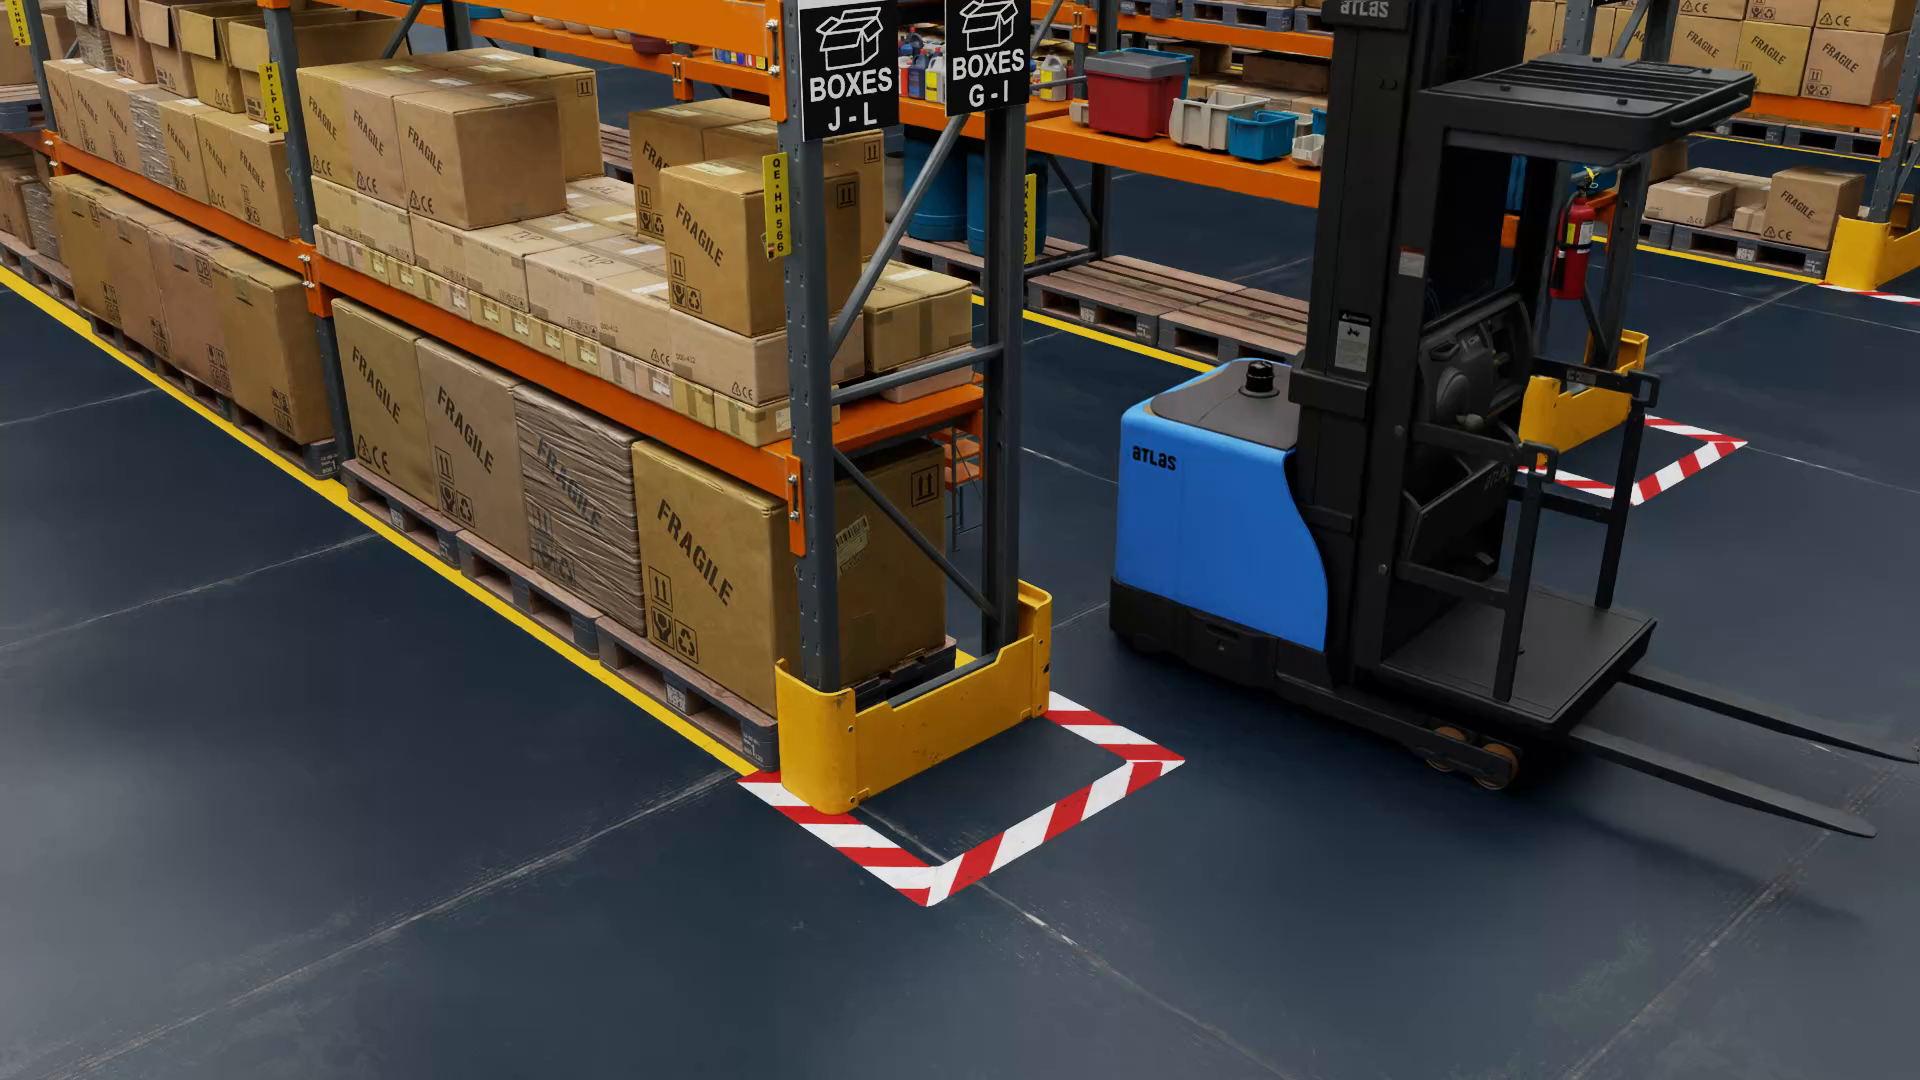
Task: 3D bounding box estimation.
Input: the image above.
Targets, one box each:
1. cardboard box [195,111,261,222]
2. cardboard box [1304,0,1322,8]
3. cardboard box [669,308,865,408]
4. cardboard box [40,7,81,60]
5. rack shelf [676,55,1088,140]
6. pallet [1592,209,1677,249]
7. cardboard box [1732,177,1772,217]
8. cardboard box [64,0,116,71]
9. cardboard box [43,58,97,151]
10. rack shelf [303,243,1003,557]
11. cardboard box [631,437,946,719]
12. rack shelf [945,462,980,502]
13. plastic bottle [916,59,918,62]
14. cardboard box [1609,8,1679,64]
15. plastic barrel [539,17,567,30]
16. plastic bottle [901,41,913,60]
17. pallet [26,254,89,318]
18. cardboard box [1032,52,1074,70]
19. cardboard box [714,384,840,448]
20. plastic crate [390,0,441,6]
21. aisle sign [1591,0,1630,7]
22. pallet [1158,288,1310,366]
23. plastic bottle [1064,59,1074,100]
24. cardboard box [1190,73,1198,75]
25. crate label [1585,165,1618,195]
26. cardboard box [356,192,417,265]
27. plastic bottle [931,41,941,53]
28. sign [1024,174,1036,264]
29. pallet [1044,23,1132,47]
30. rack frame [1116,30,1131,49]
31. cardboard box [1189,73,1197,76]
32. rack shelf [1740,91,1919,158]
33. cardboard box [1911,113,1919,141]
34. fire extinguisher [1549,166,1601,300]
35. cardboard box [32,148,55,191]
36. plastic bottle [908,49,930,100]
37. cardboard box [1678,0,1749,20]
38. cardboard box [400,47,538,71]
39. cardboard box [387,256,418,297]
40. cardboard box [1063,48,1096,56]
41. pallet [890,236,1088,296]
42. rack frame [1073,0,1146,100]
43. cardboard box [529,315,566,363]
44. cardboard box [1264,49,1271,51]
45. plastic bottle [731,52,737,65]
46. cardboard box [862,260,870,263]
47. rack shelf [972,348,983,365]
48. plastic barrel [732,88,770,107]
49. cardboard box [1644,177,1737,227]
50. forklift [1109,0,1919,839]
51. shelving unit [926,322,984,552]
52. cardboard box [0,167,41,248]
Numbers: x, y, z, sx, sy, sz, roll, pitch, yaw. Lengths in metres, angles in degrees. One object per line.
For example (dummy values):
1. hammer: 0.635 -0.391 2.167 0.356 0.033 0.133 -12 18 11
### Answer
1. cardboard box: -3.758 -2.050 9.010 0.500 0.500 0.500 -20 31 -37
2. cardboard box: 3.651 -5.232 15.477 0.700 0.500 0.500 -16 29 -31
3. cardboard box: -0.697 -0.715 6.026 0.500 0.250 0.500 -22 32 -39
4. cardboard box: -6.038 -3.389 11.439 0.500 0.500 0.500 19 31 36
5. rack shelf: -0.658 -3.472 13.114 1.077 0.370 4.000 -21 32 -38
6. pallet: 5.634 -2.751 14.026 1.003 0.211 1.213 -21 32 -38
7. cardboard box: 6.555 -2.732 13.407 0.500 0.250 0.500 -21 32 -38
8. cardboard box: -5.152 -3.276 10.489 0.797 0.503 0.637 -20 31 -37
9. cardboard box: -5.506 -2.822 10.700 0.500 0.500 0.500 -20 31 -37
10. rack shelf: -1.539 -0.855 7.378 1.077 0.370 4.000 -21 32 -38
11. cardboard box: -0.668 0.028 6.629 0.875 0.875 0.875 -21 32 -38
12. rack shelf: -0.010 -0.291 8.129 0.258 0.103 0.180 -21 32 -38
13. plastic bottle: -0.312 -3.467 12.392 0.097 0.271 0.097 0 25 0
14. cardboard box: 5.518 -3.951 13.177 0.500 0.500 0.500 -22 32 -39
15. plastic barrel: -3.763 -5.105 15.662 0.433 0.535 0.433 0 25 0
16. plastic bottle: -0.418 -3.795 13.110 0.097 0.271 0.097 0 25 0
17. pallet: -6.173 -1.969 12.312 1.003 0.211 1.213 -21 32 -38
18. cardboard box: 1.056 -5.094 17.933 0.500 0.311 0.500 -20 31 -37
19. cardboard box: -0.656 -0.477 5.984 0.380 0.149 0.250 -20 32 -38
20. plastic crate: -5.713 -5.808 17.547 0.499 0.251 0.616 -21 32 -38
21. aisle sign: 3.279 -3.060 8.211 0.394 0.787 0.004 -21 32 -38
22. pallet: 2.078 -1.344 10.941 1.003 0.211 1.213 -21 32 -38
23. plastic bottle: 0.770 -3.373 12.170 0.061 0.283 0.133 -21 32 -38
24. cardboard box: 2.404 -4.656 17.323 0.500 0.500 0.500 -20 31 -37
25. crate label: 3.515 -2.101 9.371 0.416 0.233 0.303 -21 32 -38
26. cardboard box: -2.440 -1.487 7.718 0.500 0.250 0.500 -21 32 -39
27. plastic bottle: -0.180 -3.777 13.071 0.097 0.271 0.097 0 25 0
28. sign: 0.237 -1.162 6.045 0.100 0.325 0.005 -21 32 -38
29. pallet: 1.988 -7.353 24.113 1.003 0.211 1.213 -21 32 -38
30. rack frame: 2.473 -8.428 23.110 1.000 3.000 0.127 -21 32 -38
31. cardboard box: 2.058 -4.497 16.974 0.500 0.500 0.500 22 33 40
32. rack shelf: 5.695 -3.665 13.535 1.077 0.370 4.000 -21 32 -38
33. cardboard box: 9.782 -4.181 16.307 0.700 0.500 0.500 -21 32 -39
34. fire extinguisher: 3.215 -1.602 8.691 0.296 0.674 0.183 -21 32 -38
35. cardboard box: -6.490 -2.757 12.257 0.500 0.250 0.500 -17 30 -33
36. plastic bottle: -0.284 -3.413 12.177 0.144 0.351 0.185 -21 32 -38
37. cardboard box: 5.853 -4.252 12.631 0.500 0.500 0.500 -20 31 -37
38. cardboard box: -2.397 -2.133 8.231 0.500 0.500 0.500 -20 31 -37
39. cardboard box: -2.406 -1.252 7.683 0.380 0.149 0.250 -22 33 -40
40. cardboard box: 1.450 -5.247 18.268 0.500 0.311 0.500 -20 31 -37
41. pallet: 0.212 -2.171 12.754 1.003 0.211 1.213 -21 32 -38
42. rack frame: 1.594 -5.810 17.371 1.000 3.000 0.127 -21 32 -38
43. cardboard box: -1.533 -0.864 6.833 0.380 0.149 0.250 -21 32 -38
44. cardboard box: 4.410 -6.671 21.741 0.700 0.500 0.500 -21 32 -39
45. plastic bottle: -1.839 -4.020 13.687 0.097 0.201 0.097 0 25 0
46. cardboard box: -0.663 -1.021 6.697 0.500 0.250 0.500 -22 32 -39
47. rack shelf: -0.010 -0.837 7.880 0.258 0.103 0.180 -21 32 -38
48. plastic barrel: -1.678 -3.466 14.342 0.600 0.830 0.708 -21 32 -38
49. cardboard box: 5.883 -2.726 13.395 0.500 0.250 0.500 -21 32 -38
50. forklift: 2.102 -0.650 6.142 3.031 2.935 1.130 19 31 36
51. shelving unit: -0.010 -0.550 8.011 0.258 1.200 0.189 -21 32 -38
52. cardboard box: -6.894 -2.595 12.806 0.700 0.500 0.500 -18 30 -34
